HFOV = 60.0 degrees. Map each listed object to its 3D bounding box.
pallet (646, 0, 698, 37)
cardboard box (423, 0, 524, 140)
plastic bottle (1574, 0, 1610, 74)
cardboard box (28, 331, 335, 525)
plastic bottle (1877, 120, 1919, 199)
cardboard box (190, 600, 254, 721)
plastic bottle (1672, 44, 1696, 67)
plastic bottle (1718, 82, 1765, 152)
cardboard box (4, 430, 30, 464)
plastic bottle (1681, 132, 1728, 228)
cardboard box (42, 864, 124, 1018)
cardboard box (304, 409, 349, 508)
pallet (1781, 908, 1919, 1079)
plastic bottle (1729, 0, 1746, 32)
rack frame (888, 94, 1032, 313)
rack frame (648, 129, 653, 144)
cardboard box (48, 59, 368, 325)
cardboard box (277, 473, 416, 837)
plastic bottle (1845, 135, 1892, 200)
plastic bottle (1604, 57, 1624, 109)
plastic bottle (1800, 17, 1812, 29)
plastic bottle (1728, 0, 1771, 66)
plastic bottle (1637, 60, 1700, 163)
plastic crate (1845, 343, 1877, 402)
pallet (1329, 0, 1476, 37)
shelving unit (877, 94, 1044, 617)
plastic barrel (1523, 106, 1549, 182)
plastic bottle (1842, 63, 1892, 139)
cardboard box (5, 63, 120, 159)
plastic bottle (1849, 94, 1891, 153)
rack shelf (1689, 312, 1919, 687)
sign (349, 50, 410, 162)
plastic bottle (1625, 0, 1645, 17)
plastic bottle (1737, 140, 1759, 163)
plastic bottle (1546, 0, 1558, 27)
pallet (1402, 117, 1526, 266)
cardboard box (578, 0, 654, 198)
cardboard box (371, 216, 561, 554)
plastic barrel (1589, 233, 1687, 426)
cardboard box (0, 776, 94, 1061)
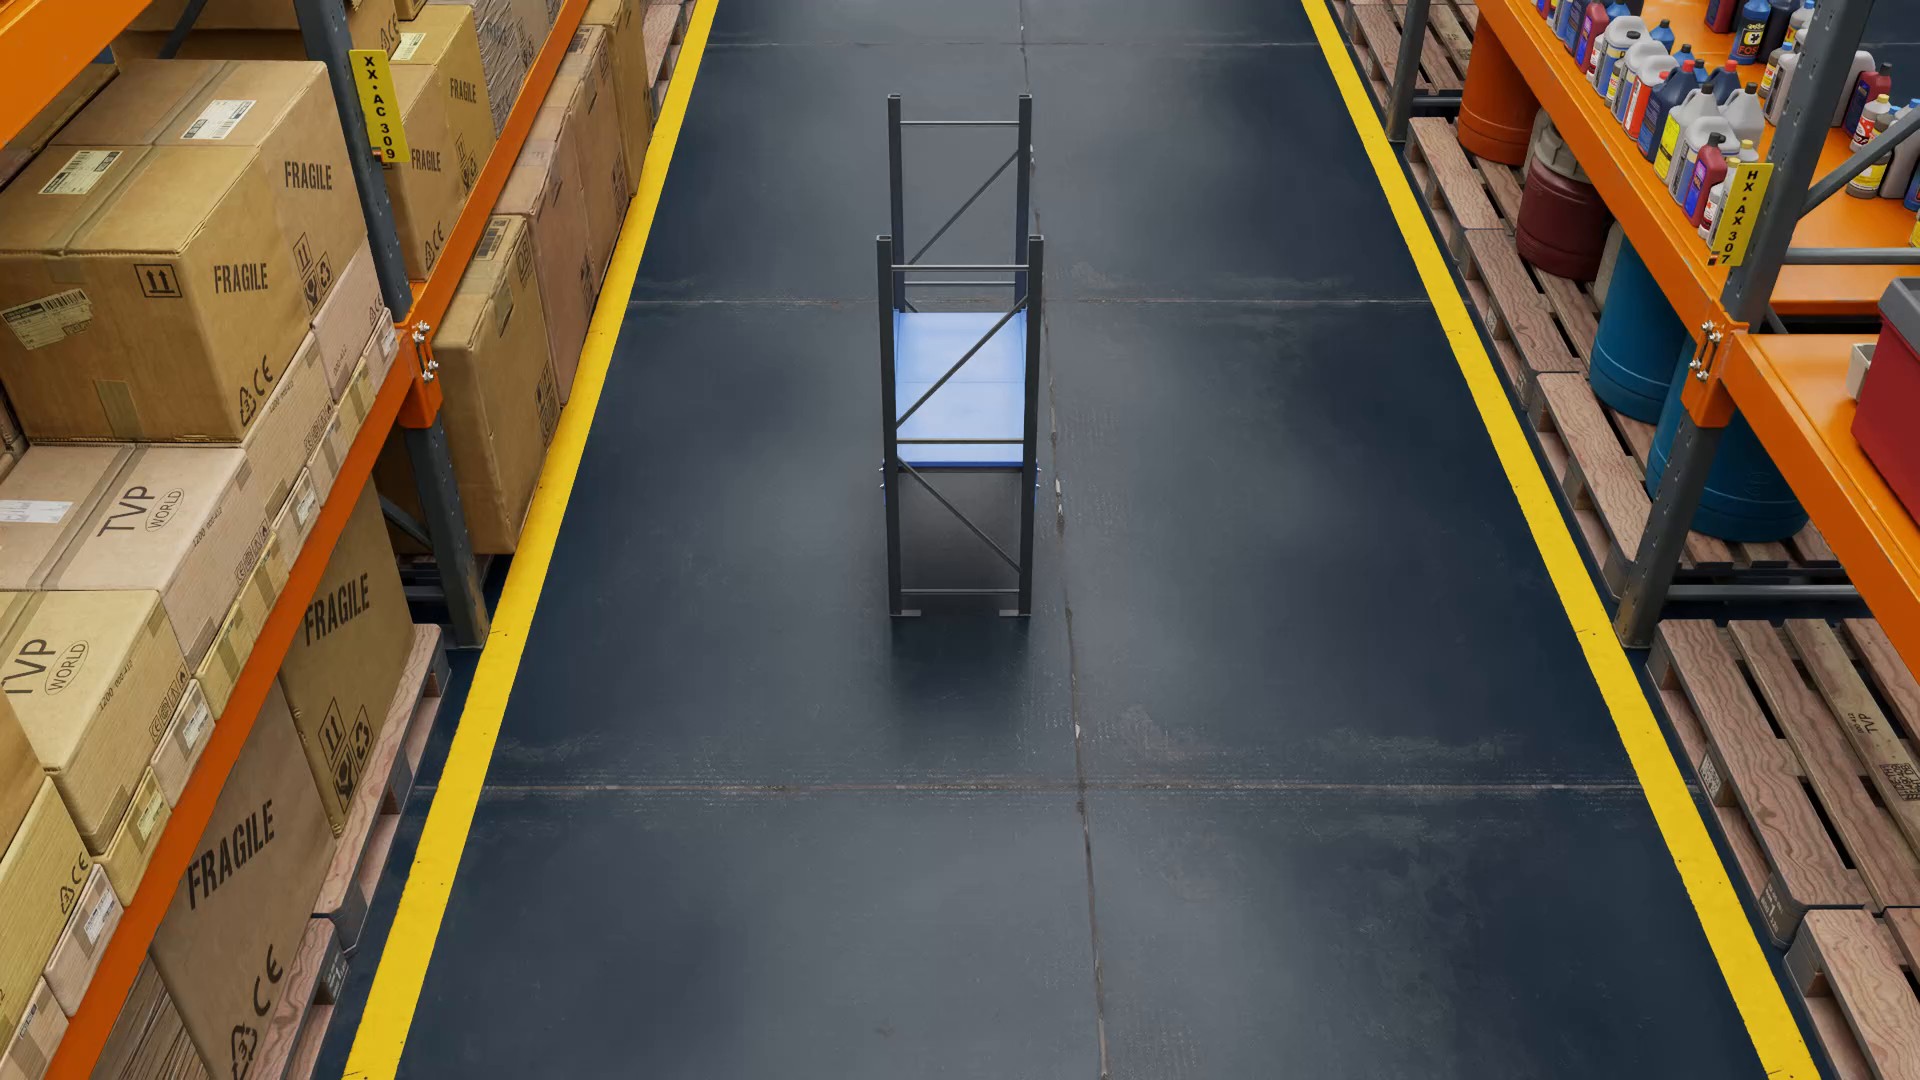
[{"bbox_3d":[-2.156,-3.486,10.431,1.003,0.211,1.213,0,39,0],"label":"pallet"},{"bbox_3d":[-1.906,-1.777,5.989,0.500,0.500,0.500,-1,39,-1],"label":"cardboard box"},{"bbox_3d":[2.428,-1.945,6.372,0.061,0.283,0.133,0,39,0],"label":"plastic bottle"},{"bbox_3d":[-1.887,-0.281,4.084,0.500,0.250,0.500,1,39,1],"label":"cardboard box"},{"bbox_3d":[3.180,-1.297,5.569,0.152,0.276,0.135,0,39,0],"label":"plastic bottle"},{"bbox_3d":[-1.824,0.269,3.716,0.380,0.149,0.250,-1,39,-1],"label":"cardboard box"},{"bbox_3d":[2.599,-1.662,6.029,0.097,0.271,0.097,0,39,0],"label":"plastic bottle"},{"bbox_3d":[2.615,-1.382,5.615,0.144,0.351,0.185,0,39,0],"label":"plastic bottle"},{"bbox_3d":[-2.419,-0.276,4.077,0.500,0.250,0.500,0,39,0],"label":"cardboard box"},{"bbox_3d":[2.430,-1.172,5.407,0.061,0.283,0.133,0,39,0],"label":"plastic bottle"},{"bbox_3d":[-1.823,0.750,3.116,0.380,0.149,0.250,0,39,-1],"label":"cardboard box"},{"bbox_3d":[-1.825,-0.213,4.318,0.380,0.149,0.250,-1,39,-1],"label":"cardboard box"},{"bbox_3d":[2.843,1.486,4.227,1.003,0.211,1.213,0,39,0],"label":"pallet"},{"bbox_3d":[3.182,-2.242,6.688,0.144,0.351,0.185,0,39,0],"label":"plastic bottle"},{"bbox_3d":[-0.001,-0.956,6.244,0.500,1.500,0.032,0,39,0],"label":"rack frame"},{"bbox_3d":[-2.158,-3.324,8.000,1.000,3.000,0.127,0,39,0],"label":"rack frame"},{"bbox_3d":[-1.886,-0.886,4.239,0.500,0.500,0.500,1,39,1],"label":"cardboard box"},{"bbox_3d":[-2.233,0.255,4.896,0.875,0.875,0.875,0,39,0],"label":"cardboard box"},{"bbox_3d":[3.055,-1.256,5.577,0.097,0.201,0.097,0,39,0],"label":"plastic bottle"},{"bbox_3d":[2.447,-1.696,6.126,0.097,0.201,0.097,0,39,0],"label":"plastic bottle"},{"bbox_3d":[3.206,-1.863,6.279,0.097,0.271,0.097,0,39,0],"label":"plastic bottle"},{"bbox_3d":[3.061,-1.984,6.430,0.097,0.271,0.097,0,39,0],"label":"plastic bottle"},{"bbox_3d":[2.471,-1.498,5.759,0.144,0.351,0.185,0,39,0],"label":"plastic bottle"},{"bbox_3d":[2.657,-0.456,4.583,0.396,0.136,0.243,0,39,0],"label":"plastic crate"},{"bbox_3d":[2.834,-3.485,10.430,1.003,0.211,1.213,0,39,0],"label":"pallet"},{"bbox_3d":[0.000,-0.639,5.848,0.538,1.500,1.048,0,39,0],"label":"shelving unit"},{"bbox_3d":[2.902,-1.862,7.829,0.421,0.512,0.421,0,39,0],"label":"plastic barrel"},{"bbox_3d":[3.225,-1.566,5.899,0.061,0.283,0.133,0,39,0],"label":"plastic bottle"},{"bbox_3d":[-2.409,-0.874,4.224,0.500,0.500,0.500,0,39,0],"label":"cardboard box"},{"bbox_3d":[3.207,-1.462,5.834,0.097,0.201,0.097,0,39,0],"label":"plastic bottle"},{"bbox_3d":[2.802,0.705,3.547,1.077,0.370,4.000,0,39,0],"label":"rack shelf"},{"bbox_3d":[-1.598,-1.193,4.585,0.100,0.325,0.005,0,39,0],"label":"sign"},{"bbox_3d":[2.622,-2.155,6.580,0.144,0.351,0.185,0,39,0],"label":"plastic bottle"},{"bbox_3d":[2.600,-1.236,5.552,0.097,0.201,0.097,0,39,0],"label":"plastic bottle"},{"bbox_3d":[2.446,-2.212,6.715,0.097,0.271,0.097,0,39,0],"label":"plastic bottle"},{"bbox_3d":[2.837,-1.747,8.261,1.003,0.211,1.213,0,39,0],"label":"pallet"},{"bbox_3d":[-2.178,-2.228,7.994,1.225,0.875,0.875,-2,39,-2],"label":"cardboard box"},{"bbox_3d":[-2.174,-0.558,5.911,1.225,0.875,0.875,0,39,0],"label":"cardboard box"},{"bbox_3d":[2.815,-0.955,6.385,0.600,0.901,0.708,0,39,0],"label":"plastic barrel"},{"bbox_3d":[-1.884,0.681,2.883,0.500,0.250,0.500,-1,39,-2],"label":"cardboard box"}]
